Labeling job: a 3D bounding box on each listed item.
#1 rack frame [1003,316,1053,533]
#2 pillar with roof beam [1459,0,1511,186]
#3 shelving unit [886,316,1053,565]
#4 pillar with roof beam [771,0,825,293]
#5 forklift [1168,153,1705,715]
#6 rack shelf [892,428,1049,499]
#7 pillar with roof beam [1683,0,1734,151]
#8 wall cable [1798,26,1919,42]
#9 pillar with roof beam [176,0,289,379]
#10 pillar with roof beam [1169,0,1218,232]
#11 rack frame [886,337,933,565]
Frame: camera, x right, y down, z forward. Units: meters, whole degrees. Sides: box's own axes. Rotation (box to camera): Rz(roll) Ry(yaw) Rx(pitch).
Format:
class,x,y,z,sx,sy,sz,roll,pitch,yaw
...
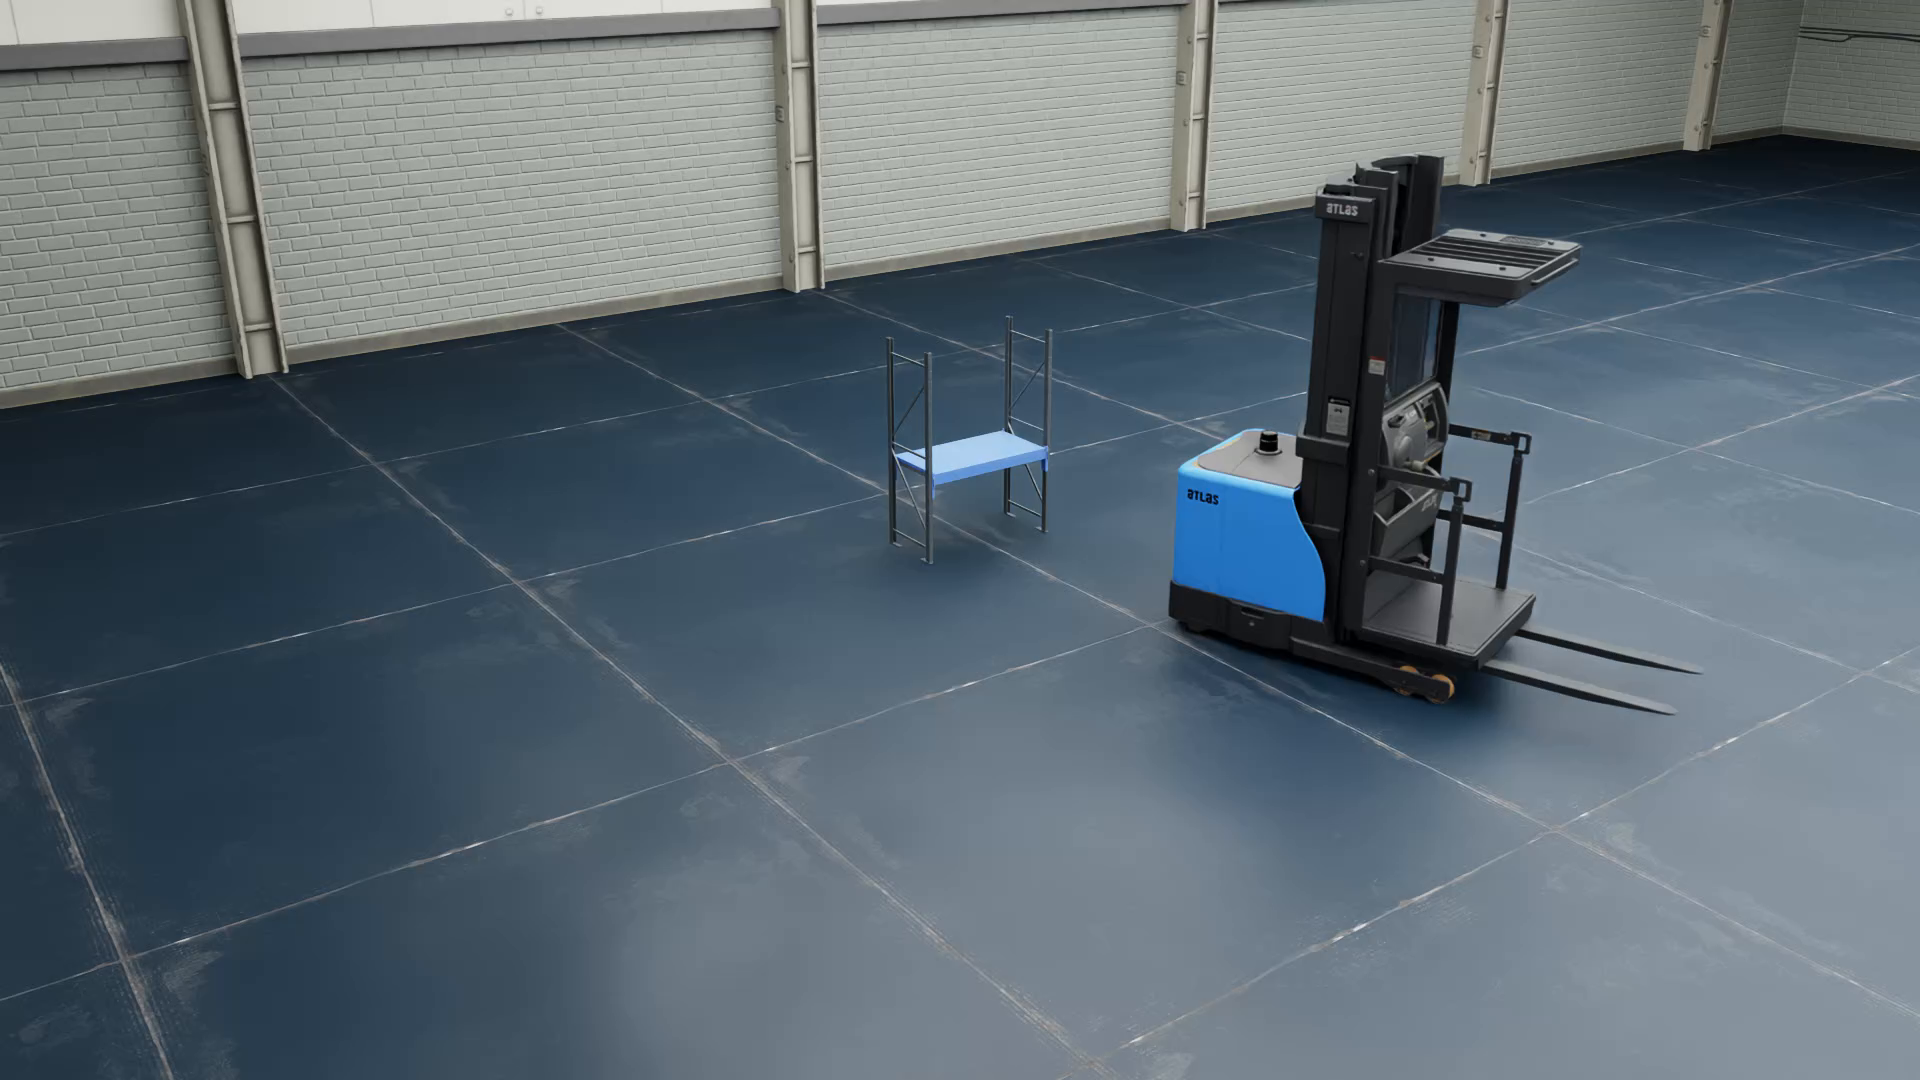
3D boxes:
class,x,y,z,sx,sy,sz,roll,pitch,yaw
rack frame,0.482,-0.825,11.940,0.032,1.500,0.500,-15,26,-33
pillar with roof beam,10.452,-8.391,20.784,0.400,9.000,9.100,-15,26,-33
shelving unit,0.069,-0.715,11.665,1.048,1.500,0.538,-15,26,-33
pillar with roof beam,0.711,-5.794,14.275,0.400,9.000,9.100,-15,26,-33
forklift,2.812,-0.644,9.555,3.031,2.935,1.130,15,26,33
rack shelf,0.069,-0.548,11.731,1.000,0.185,0.538,-15,26,-33
pillar with roof beam,15.322,-9.690,24.038,0.400,9.000,9.100,-15,26,-33
wall cable,15.972,-9.783,28.461,0.112,2.526,3.097,-15,26,-33
pillar with roof beam,-4.160,-4.495,11.020,0.400,9.000,9.100,-15,26,-33
pillar with roof beam,5.581,-7.093,17.529,0.400,9.000,9.100,-15,26,-33
rack frame,-0.343,-0.605,11.389,0.032,1.500,0.500,-15,26,-33
